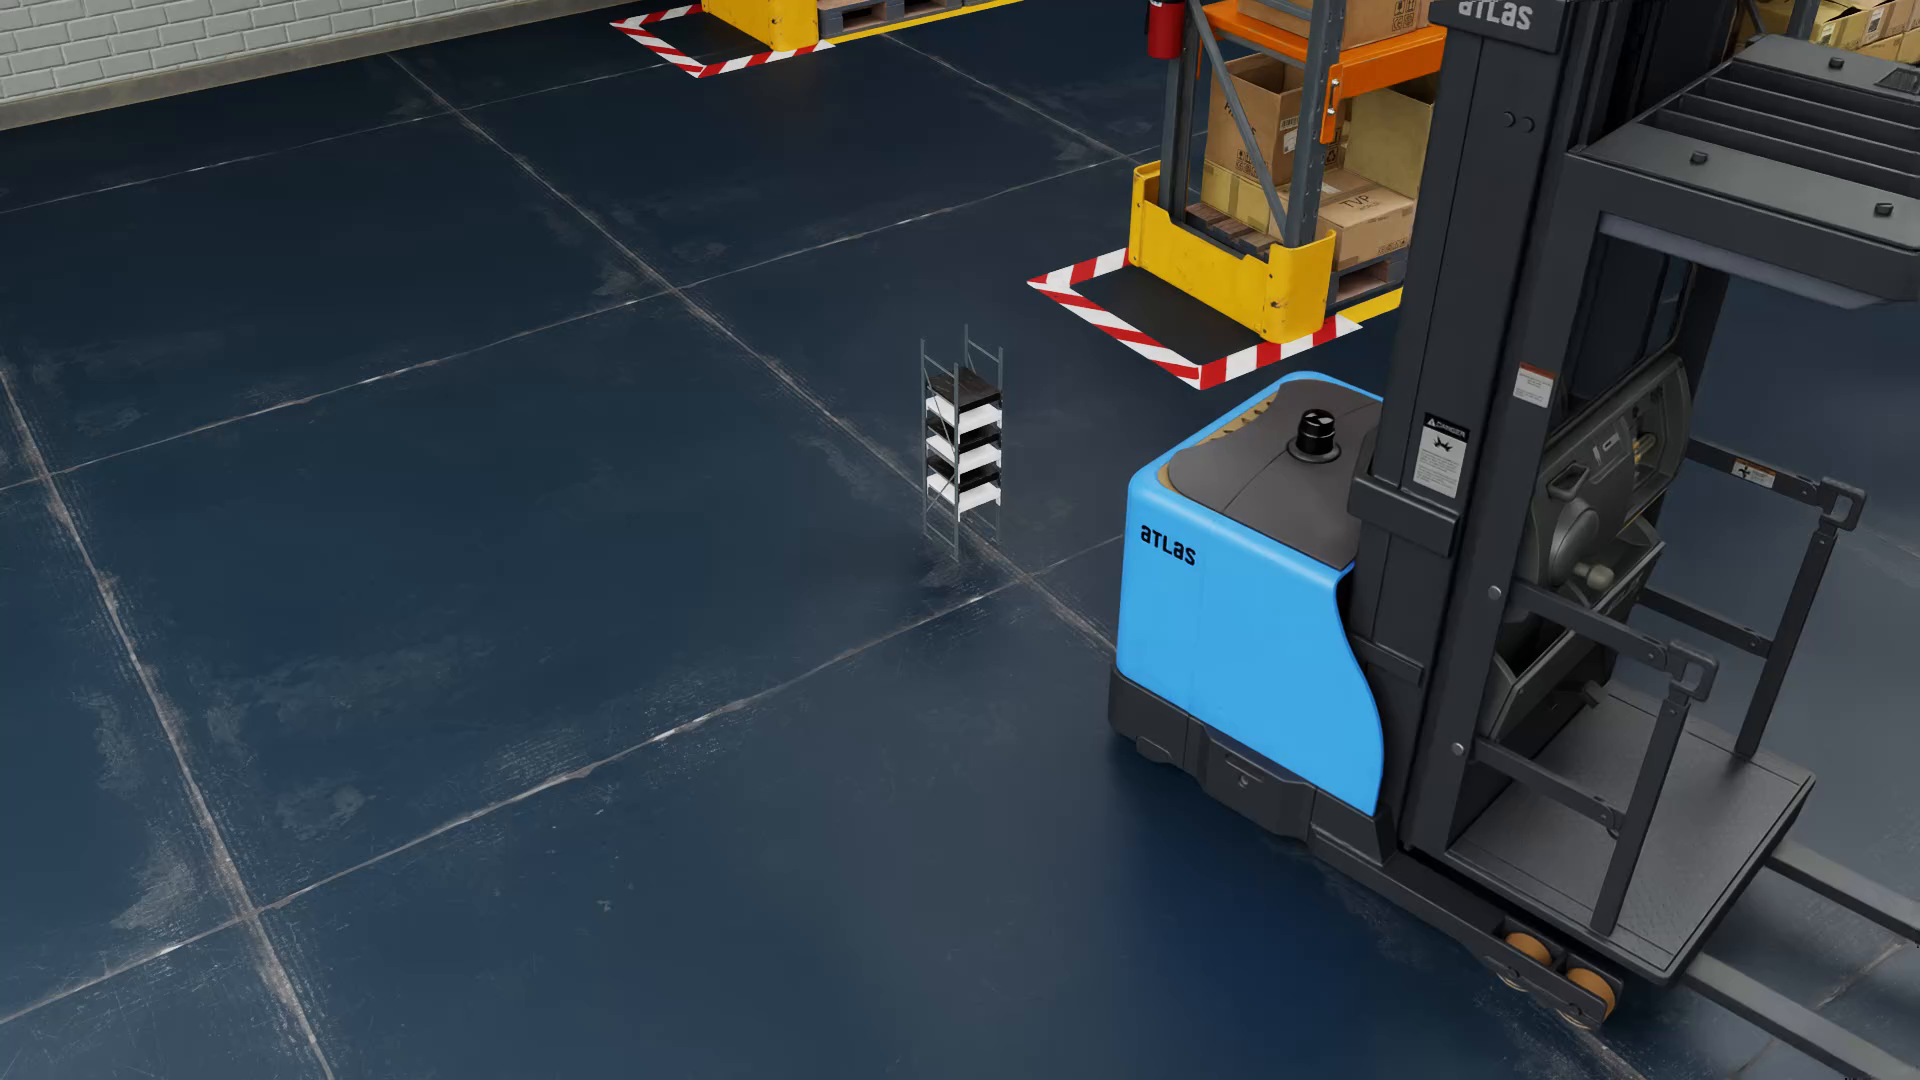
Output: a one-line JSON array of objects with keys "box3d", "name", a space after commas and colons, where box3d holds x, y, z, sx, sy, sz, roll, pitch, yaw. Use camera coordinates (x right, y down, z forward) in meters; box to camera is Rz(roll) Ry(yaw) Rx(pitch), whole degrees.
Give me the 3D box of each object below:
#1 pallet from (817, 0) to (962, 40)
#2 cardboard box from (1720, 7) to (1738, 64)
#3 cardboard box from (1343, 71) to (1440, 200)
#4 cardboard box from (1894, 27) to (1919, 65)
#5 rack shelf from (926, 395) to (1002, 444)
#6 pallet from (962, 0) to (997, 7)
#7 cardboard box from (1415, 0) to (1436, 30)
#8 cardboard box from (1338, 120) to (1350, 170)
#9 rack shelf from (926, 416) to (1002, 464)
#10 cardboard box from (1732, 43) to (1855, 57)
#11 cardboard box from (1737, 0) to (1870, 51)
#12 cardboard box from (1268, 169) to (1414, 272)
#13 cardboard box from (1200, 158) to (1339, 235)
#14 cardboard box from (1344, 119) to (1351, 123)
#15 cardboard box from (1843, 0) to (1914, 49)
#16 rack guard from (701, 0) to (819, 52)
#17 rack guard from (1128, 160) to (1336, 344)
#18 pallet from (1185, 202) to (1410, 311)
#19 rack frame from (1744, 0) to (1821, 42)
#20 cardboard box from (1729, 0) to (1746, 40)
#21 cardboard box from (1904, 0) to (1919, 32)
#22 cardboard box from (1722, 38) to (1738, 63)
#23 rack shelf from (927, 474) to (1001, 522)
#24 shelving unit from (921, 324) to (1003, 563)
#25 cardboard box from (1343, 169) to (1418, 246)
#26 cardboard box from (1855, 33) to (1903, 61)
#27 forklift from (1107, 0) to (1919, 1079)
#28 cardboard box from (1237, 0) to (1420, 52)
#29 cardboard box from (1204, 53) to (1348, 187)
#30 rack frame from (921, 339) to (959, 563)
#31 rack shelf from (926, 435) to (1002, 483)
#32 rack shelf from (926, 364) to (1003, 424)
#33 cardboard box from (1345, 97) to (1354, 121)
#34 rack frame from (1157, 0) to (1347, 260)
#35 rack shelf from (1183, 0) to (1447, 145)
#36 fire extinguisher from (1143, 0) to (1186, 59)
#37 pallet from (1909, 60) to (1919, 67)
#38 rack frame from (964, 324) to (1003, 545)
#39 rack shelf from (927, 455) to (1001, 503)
[{"box3d": [-0.748, -4.013, 12.148, 1.213, 0.211, 1.003, -22, 41, -28], "name": "pallet"}, {"box3d": [3.963, -2.781, 9.401, 0.500, 0.500, 0.500, -22, 41, -28], "name": "cardboard box"}, {"box3d": [2.336, -2.102, 8.456, 0.500, 0.500, 0.500, -22, 41, -28], "name": "cardboard box"}, {"box3d": [5.945, -3.264, 10.714, 0.500, 0.250, 0.500, -24, 42, -29], "name": "cardboard box"}, {"box3d": [0.007, -0.487, 6.405, 0.200, 0.077, 0.258, -22, 41, -28], "name": "rack shelf"}, {"box3d": [0.248, -4.420, 12.715, 1.213, 0.211, 1.003, -22, 41, -28], "name": "pallet"}, {"box3d": [2.178, -2.870, 8.086, 0.500, 0.500, 0.700, -21, 41, -27], "name": "cardboard box"}, {"box3d": [2.032, -2.049, 9.025, 0.500, 0.250, 0.500, -22, 41, -28], "name": "cardboard box"}, {"box3d": [0.007, -0.414, 6.458, 0.200, 0.077, 0.258, -22, 41, -28], "name": "rack shelf"}, {"box3d": [5.104, -2.917, 10.232, 0.500, 0.250, 0.500, -23, 42, -29], "name": "cardboard box"}, {"box3d": [5.113, -3.147, 10.072, 0.500, 0.311, 0.500, -22, 41, -28], "name": "cardboard box"}, {"box3d": [1.929, -1.628, 8.440, 0.500, 0.250, 0.500, -22, 41, -28], "name": "cardboard box"}, {"box3d": [1.630, -1.875, 8.784, 0.500, 0.250, 0.500, -22, 41, -28], "name": "cardboard box"}, {"box3d": [2.440, -2.218, 9.260, 0.500, 0.250, 0.500, -22, 41, -28], "name": "cardboard box"}, {"box3d": [5.525, -3.313, 10.302, 0.500, 0.311, 0.500, -23, 42, -28], "name": "cardboard box"}, {"box3d": [-1.432, -3.873, 11.707, 0.348, 0.500, 1.175, -22, 41, -28], "name": "rack guard"}, {"box3d": [1.343, -1.477, 8.375, 0.348, 0.500, 1.175, -22, 41, -28], "name": "rack guard"}, {"box3d": [1.963, -1.645, 8.856, 1.213, 0.211, 1.003, -22, 41, -28], "name": "pallet"}, {"box3d": [4.632, -3.845, 9.527, 0.127, 3.000, 1.000, -22, 41, -28], "name": "rack frame"}, {"box3d": [4.798, -3.400, 10.423, 0.500, 0.311, 0.500, -22, 41, -28], "name": "cardboard box"}, {"box3d": [5.948, -3.488, 10.545, 0.500, 0.311, 0.500, -24, 42, -29], "name": "cardboard box"}, {"box3d": [4.804, -3.177, 10.594, 0.500, 0.250, 0.500, -23, 42, -28], "name": "cardboard box"}, {"box3d": [0.007, -0.195, 6.616, 0.200, 0.077, 0.258, -22, 41, -28], "name": "rack shelf"}, {"box3d": [0.007, -0.368, 6.491, 0.210, 0.900, 0.258, -22, 41, -28], "name": "shelving unit"}, {"box3d": [2.335, -1.798, 8.676, 0.500, 0.250, 0.500, -22, 41, -28], "name": "cardboard box"}, {"box3d": [5.523, -3.088, 10.470, 0.500, 0.250, 0.500, -21, 41, -27], "name": "cardboard box"}, {"box3d": [1.931, -0.133, 4.424, 3.031, 2.935, 1.130, 29, 45, 34], "name": "forklift"}, {"box3d": [1.751, -2.691, 7.837, 0.500, 0.500, 0.700, -22, 41, -28], "name": "cardboard box"}, {"box3d": [1.629, -2.181, 8.566, 0.500, 0.500, 0.500, -22, 41, -28], "name": "cardboard box"}, {"box3d": [-0.076, -0.334, 6.443, 0.006, 0.900, 0.240, -22, 41, -28], "name": "rack frame"}, {"box3d": [0.007, -0.341, 6.511, 0.200, 0.077, 0.258, -22, 41, -28], "name": "rack shelf"}, {"box3d": [0.007, -0.560, 6.353, 0.200, 0.077, 0.258, -22, 41, -28], "name": "rack shelf"}, {"box3d": [2.438, -2.524, 9.044, 0.500, 0.500, 0.500, -22, 41, -28], "name": "cardboard box"}, {"box3d": [1.362, -2.500, 7.657, 0.127, 3.000, 1.000, -22, 41, -28], "name": "rack frame"}, {"box3d": [2.997, -2.880, 8.802, 4.000, 0.370, 1.077, -22, 41, -28], "name": "rack shelf"}, {"box3d": [0.998, -2.650, 7.932, 0.183, 0.674, 0.296, -22, 41, -28], "name": "fire extinguisher"}, {"box3d": [6.210, -3.392, 11.286, 1.213, 0.211, 1.003, -22, 41, -28], "name": "pallet"}, {"box3d": [0.090, -0.402, 6.539, 0.006, 0.900, 0.240, -22, 41, -28], "name": "rack frame"}, {"box3d": [0.007, -0.268, 6.563, 0.200, 0.077, 0.258, -22, 41, -28], "name": "rack shelf"}]
